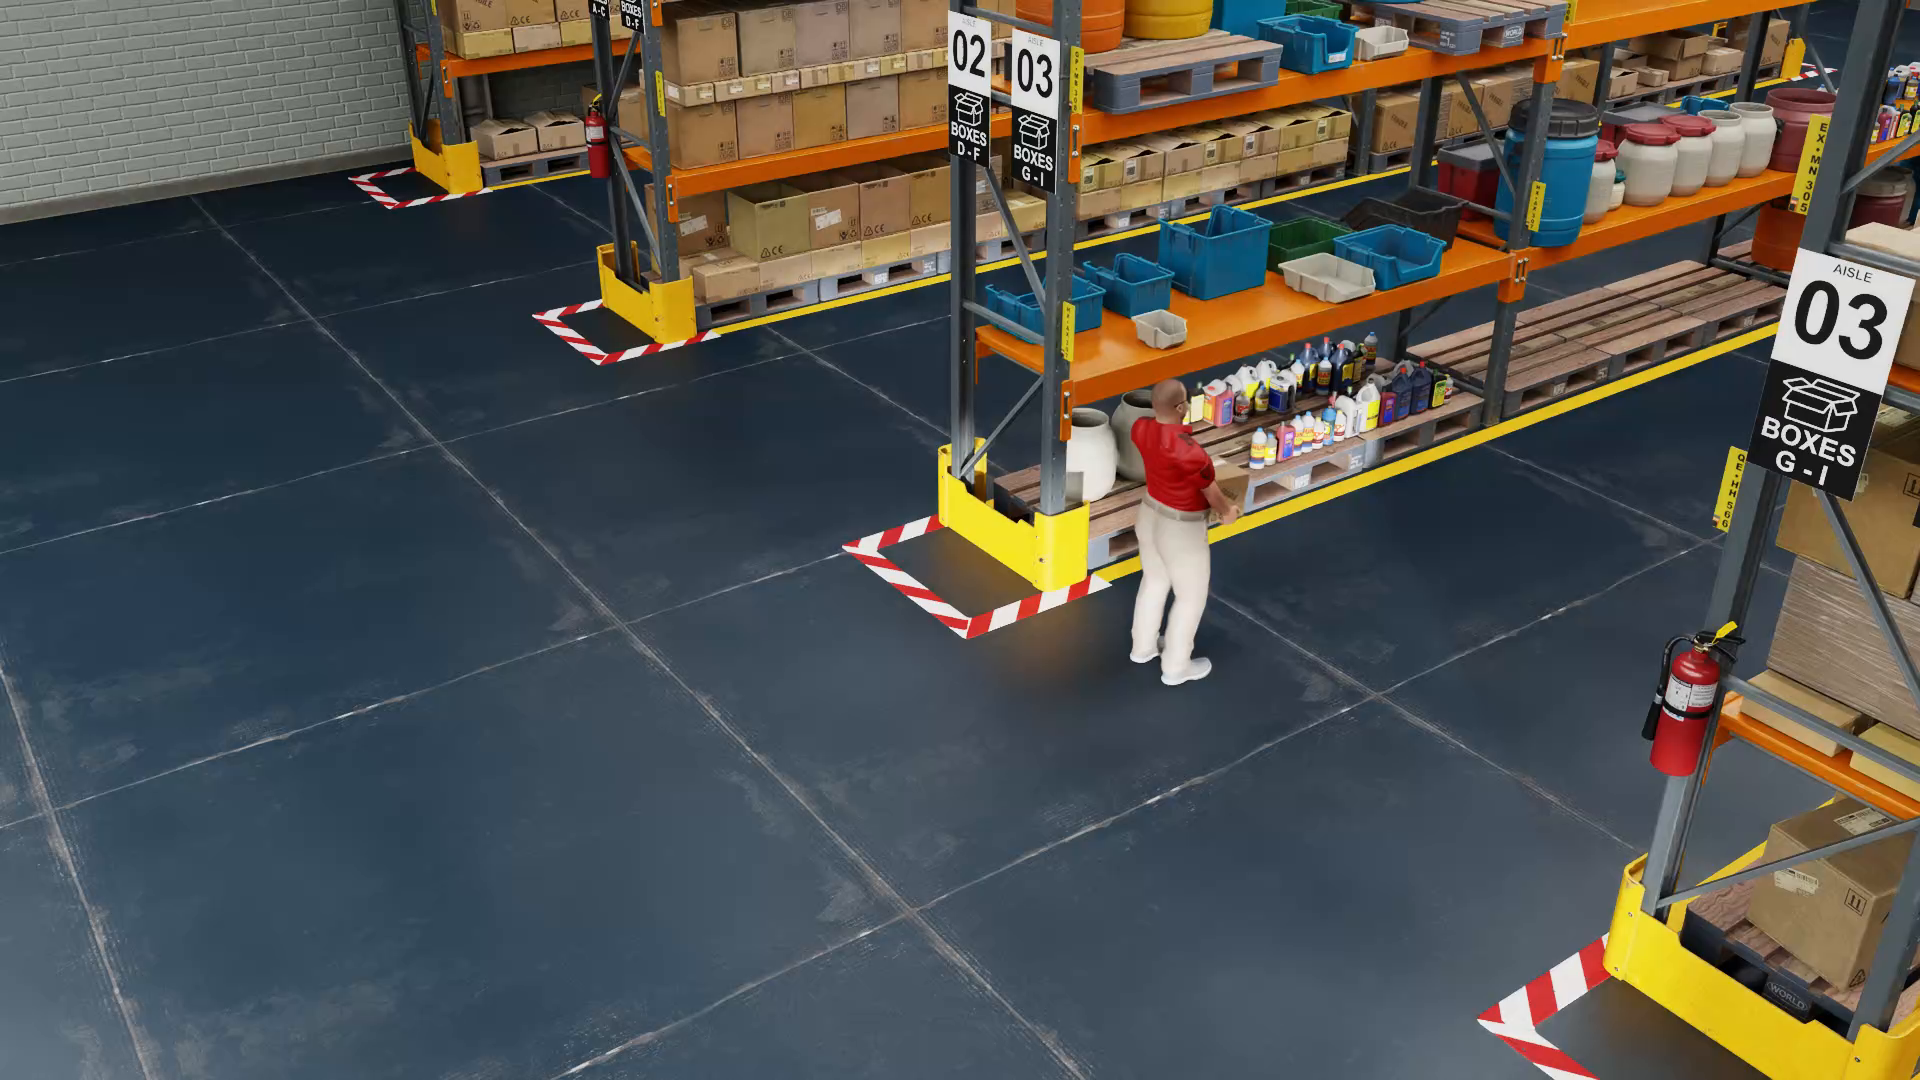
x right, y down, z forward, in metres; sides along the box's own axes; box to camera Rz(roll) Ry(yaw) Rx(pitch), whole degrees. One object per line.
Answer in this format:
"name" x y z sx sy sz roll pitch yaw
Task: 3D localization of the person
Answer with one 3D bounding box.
"person" 1.188 -0.087 8.814 0.530 1.712 0.493 -18 33 -30
